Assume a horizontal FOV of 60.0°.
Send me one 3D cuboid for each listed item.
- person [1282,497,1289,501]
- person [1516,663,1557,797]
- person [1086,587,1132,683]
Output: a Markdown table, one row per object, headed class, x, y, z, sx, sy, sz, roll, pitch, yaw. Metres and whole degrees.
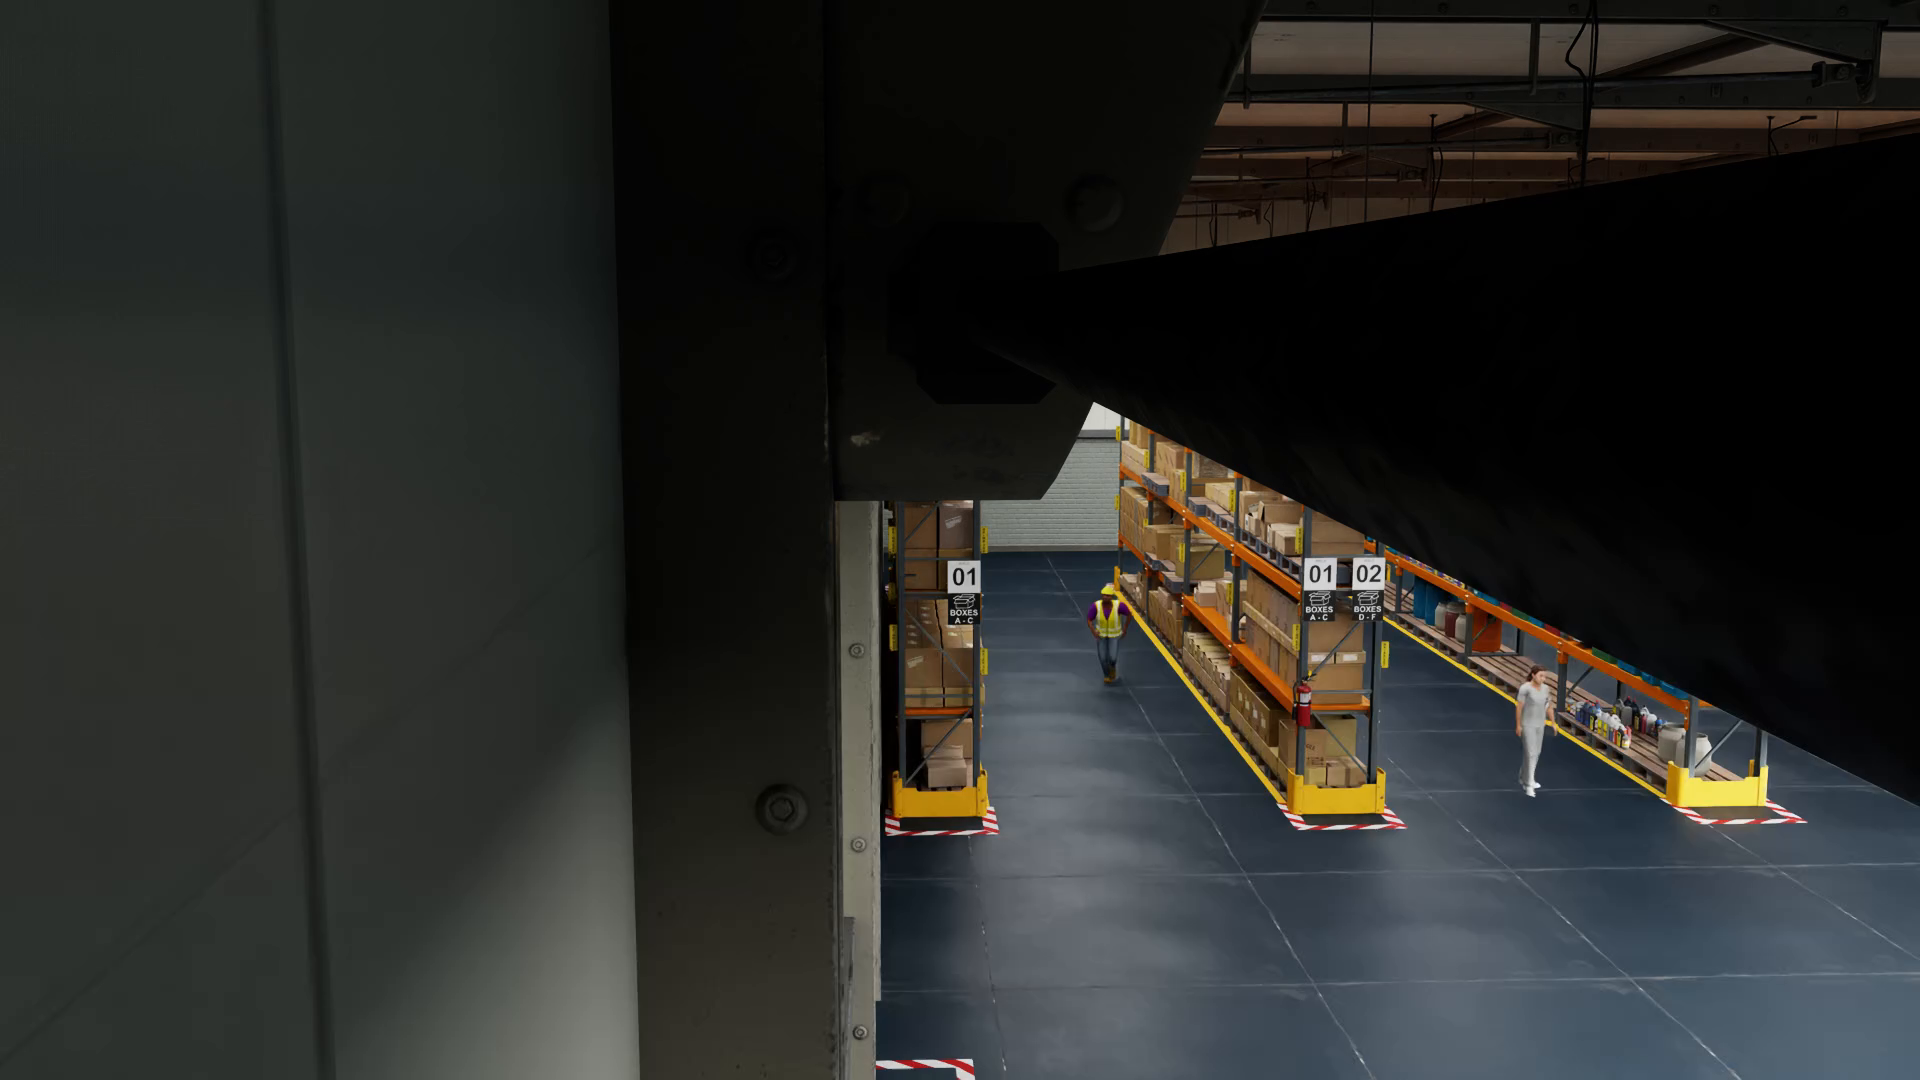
| class | x | y | z | sx | sy | sz | roll | pitch | yaw |
| --- | --- | --- | --- | --- | --- | --- | --- | --- | --- |
| person | 7.621 | -0.151 | 38.953 | 0.623 | 1.712 | 1.129 | 0 | 8 | 0 |
| person | 7.421 | 2.440 | 21.497 | 0.491 | 1.735 | 0.494 | -3 | 9 | -21 |
| person | 2.461 | 1.563 | 27.460 | 0.738 | 1.670 | 0.682 | 1 | 8 | 10 |
